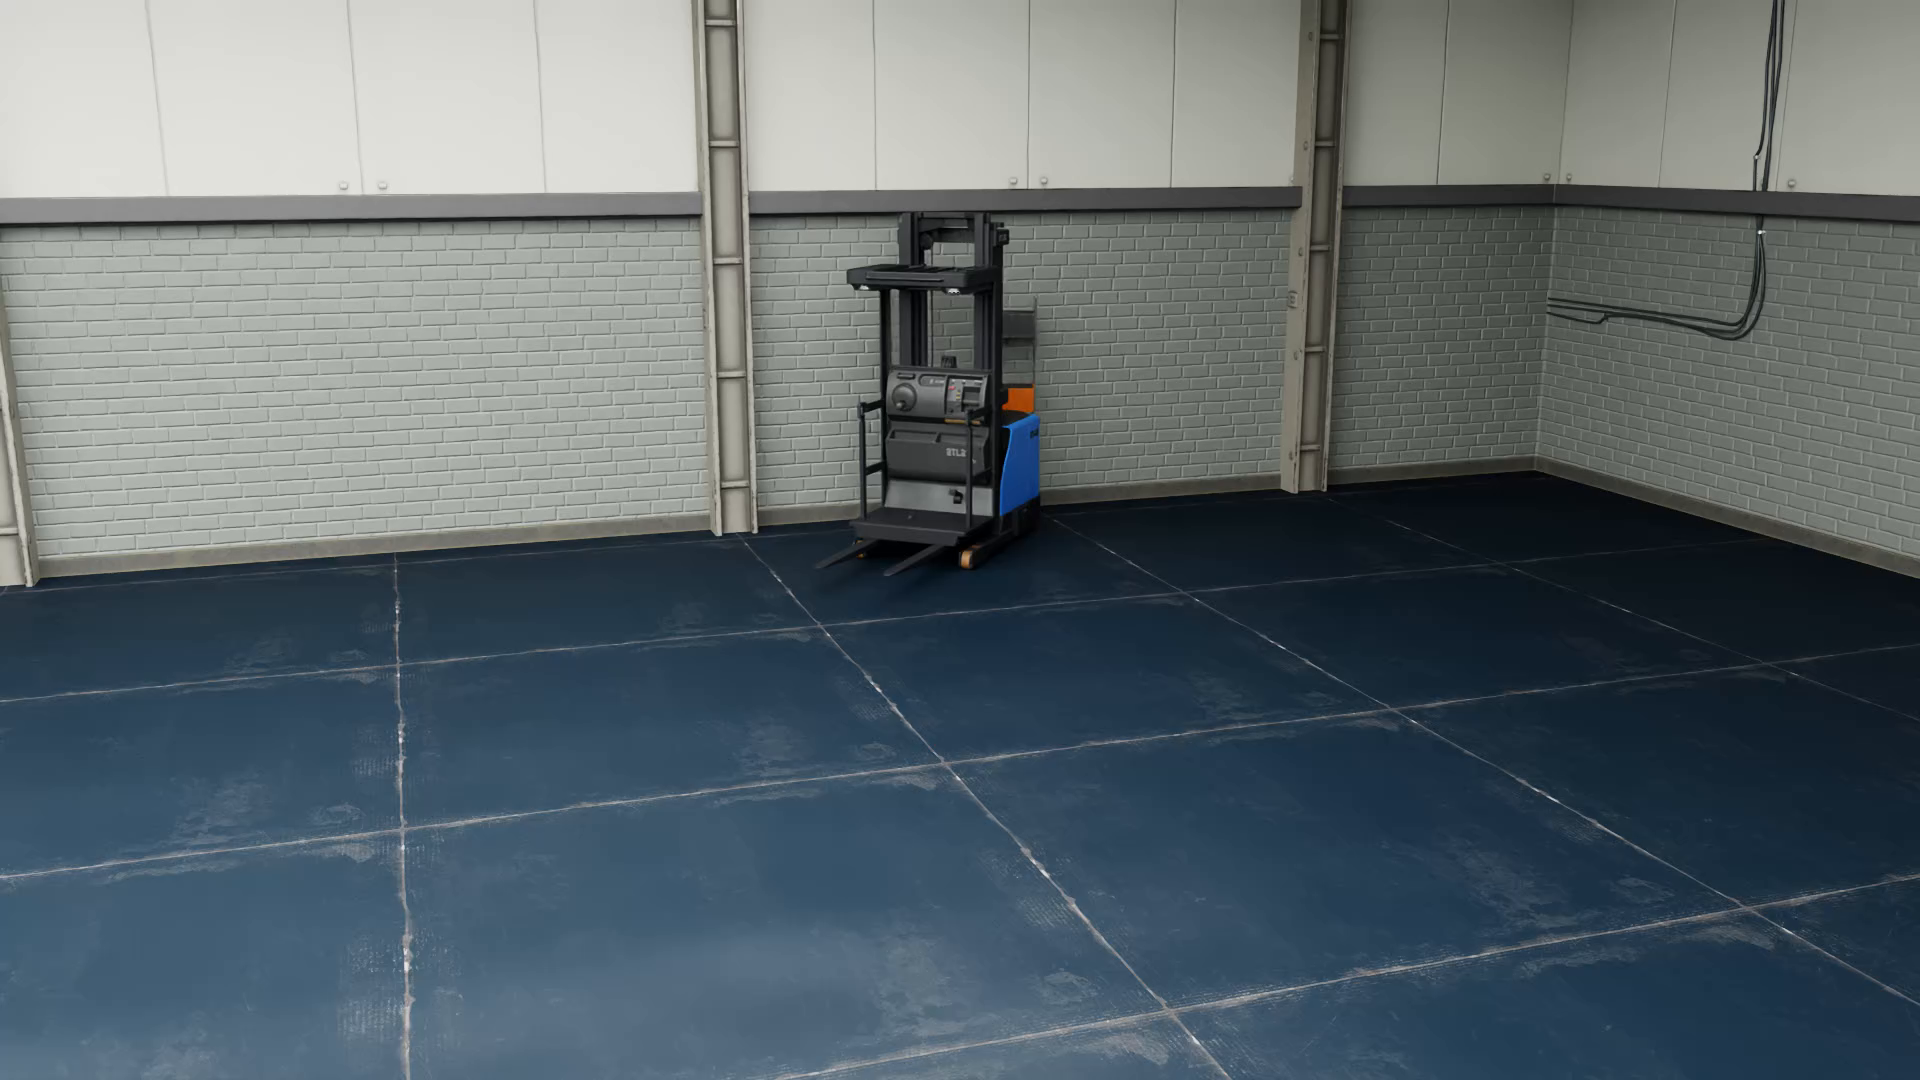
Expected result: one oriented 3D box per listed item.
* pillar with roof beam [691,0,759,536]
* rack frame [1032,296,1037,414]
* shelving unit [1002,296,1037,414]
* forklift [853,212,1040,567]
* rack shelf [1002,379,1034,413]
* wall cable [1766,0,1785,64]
[{"bbox_3d":[-0.732,-3.520,10.493,0.400,9.000,9.100,-4,14,-18],"label":"pillar with roof beam"},{"bbox_3d":[0.702,-1.267,15.920,0.015,2.100,0.400,0,13,0],"label":"rack frame"},{"bbox_3d":[0.464,-1.269,15.920,0.492,2.100,0.431,0,13,0],"label":"shelving unit"},{"bbox_3d":[-0.279,-1.285,14.213,1.130,2.935,3.031,5,14,22],"label":"forklift"},{"bbox_3d":[0.458,-1.256,15.923,0.480,0.518,0.431,0,13,0],"label":"rack shelf"},{"bbox_3d":[7.658,-5.187,13.300,0.112,2.526,3.097,-4,14,-18],"label":"wall cable"}]
